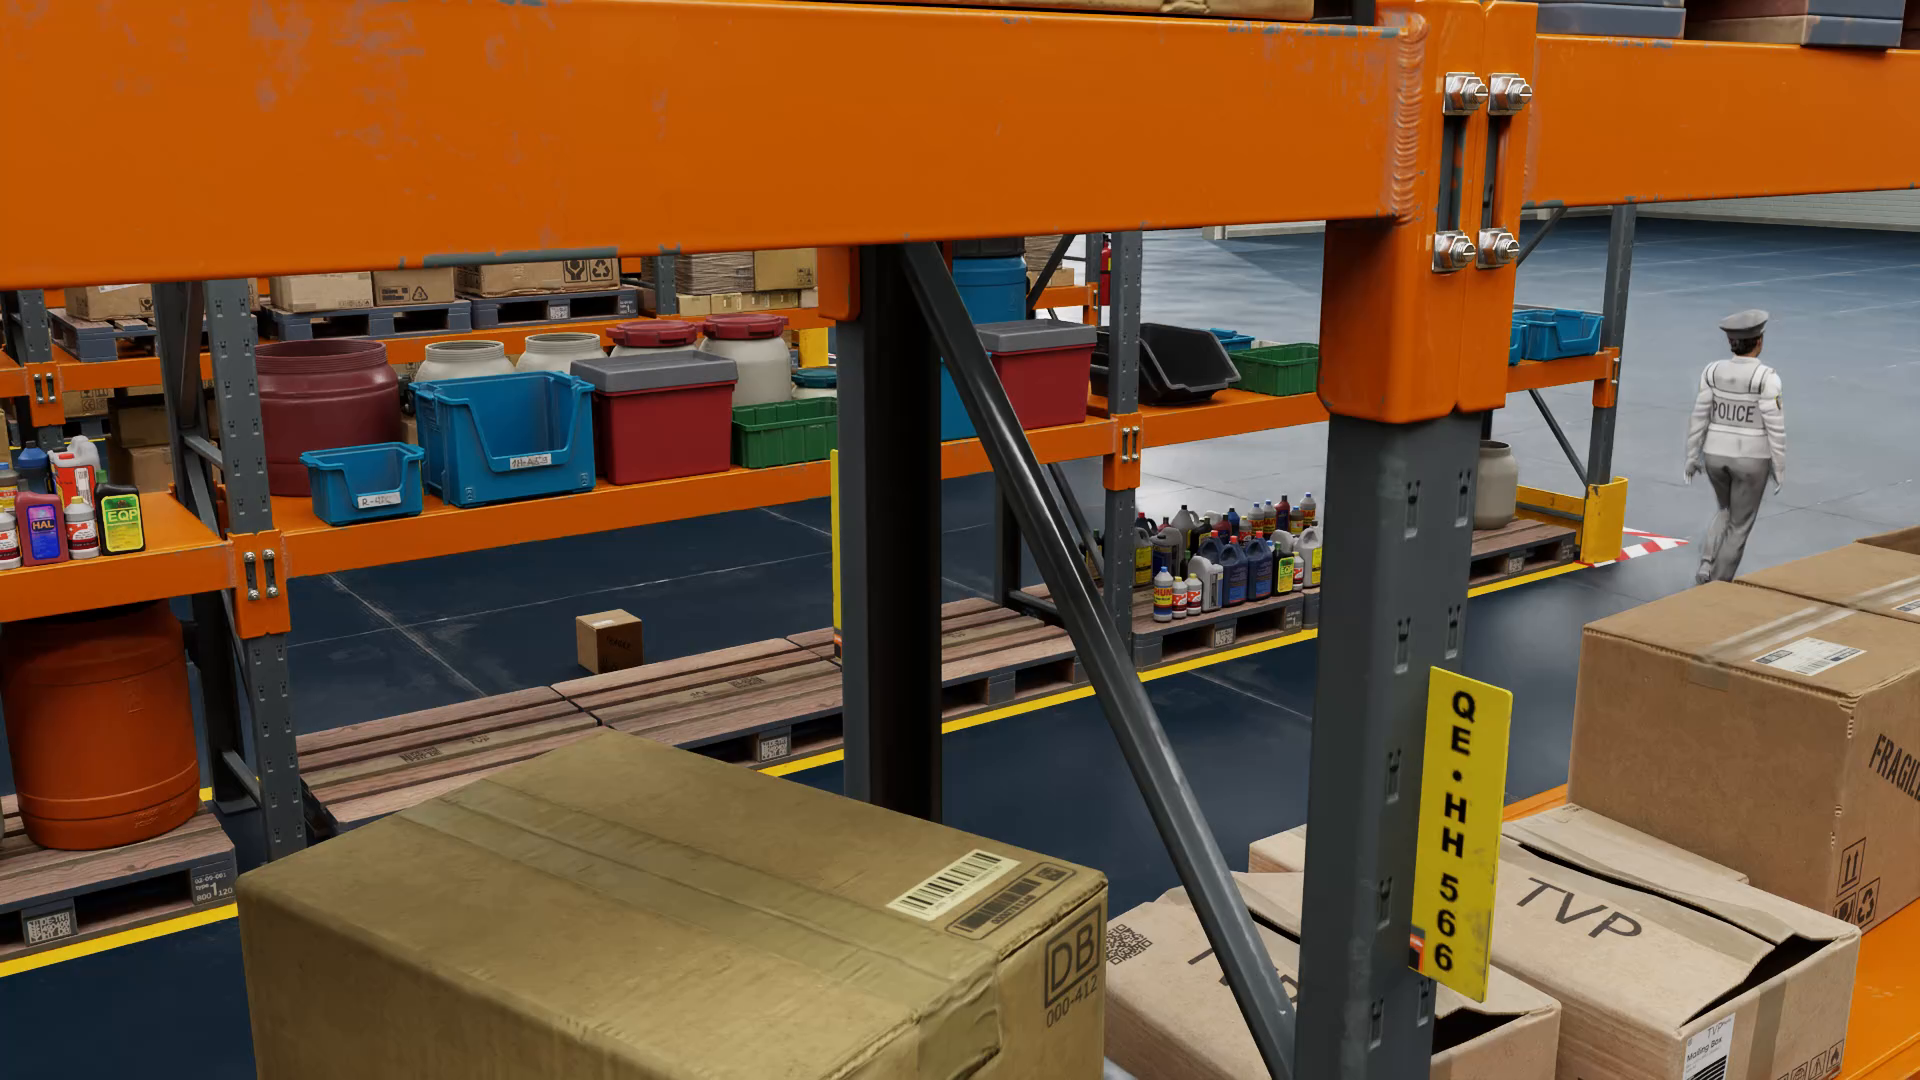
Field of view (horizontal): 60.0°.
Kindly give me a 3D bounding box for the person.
[{"bbox_3d":[4.321,-0.432,9.204,0.458,1.684,0.533,-9,17,-31],"label":"person"}]
